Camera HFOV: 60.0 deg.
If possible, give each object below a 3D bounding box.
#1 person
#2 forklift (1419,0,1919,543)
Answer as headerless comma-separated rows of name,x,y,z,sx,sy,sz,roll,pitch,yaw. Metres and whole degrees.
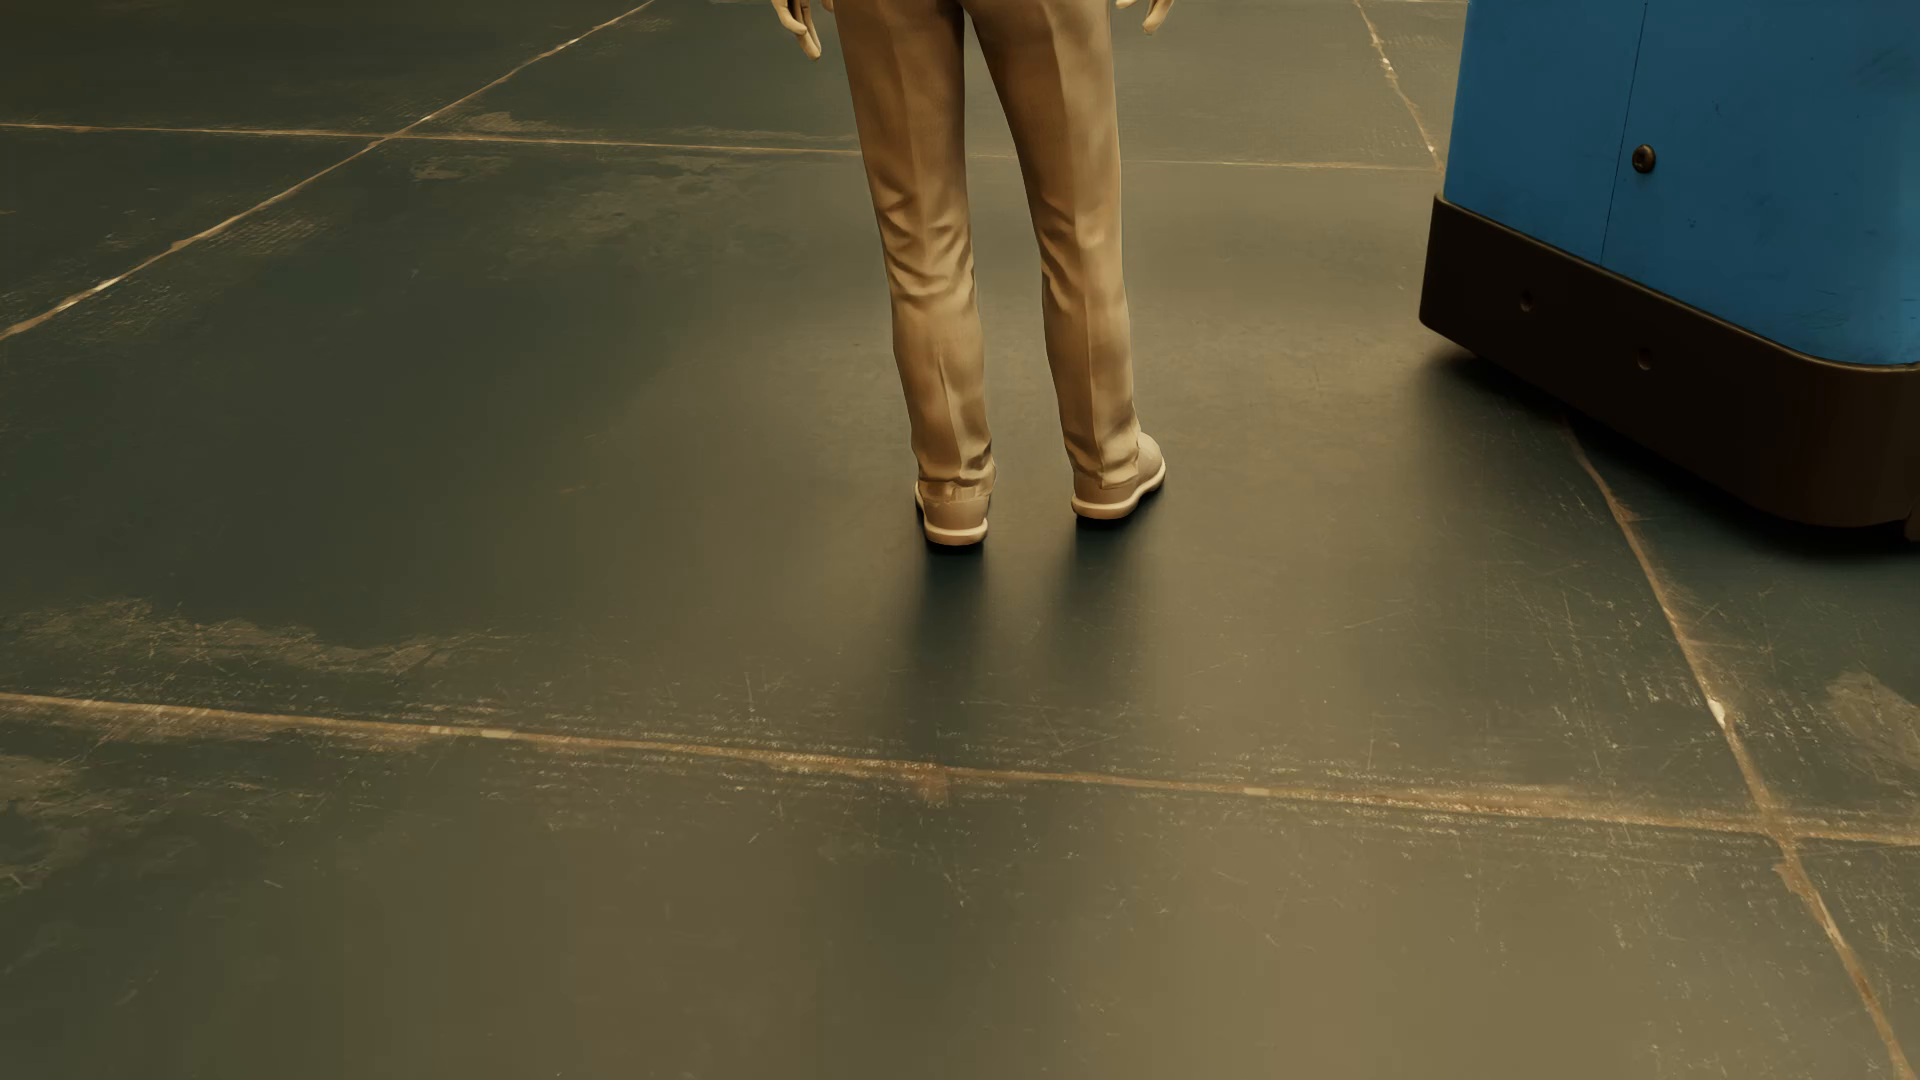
person,0.017,-0.799,2.187,0.587,1.694,0.511,3,27,7
forklift,2.452,-1.695,2.614,3.031,2.935,1.130,-9,28,-17
